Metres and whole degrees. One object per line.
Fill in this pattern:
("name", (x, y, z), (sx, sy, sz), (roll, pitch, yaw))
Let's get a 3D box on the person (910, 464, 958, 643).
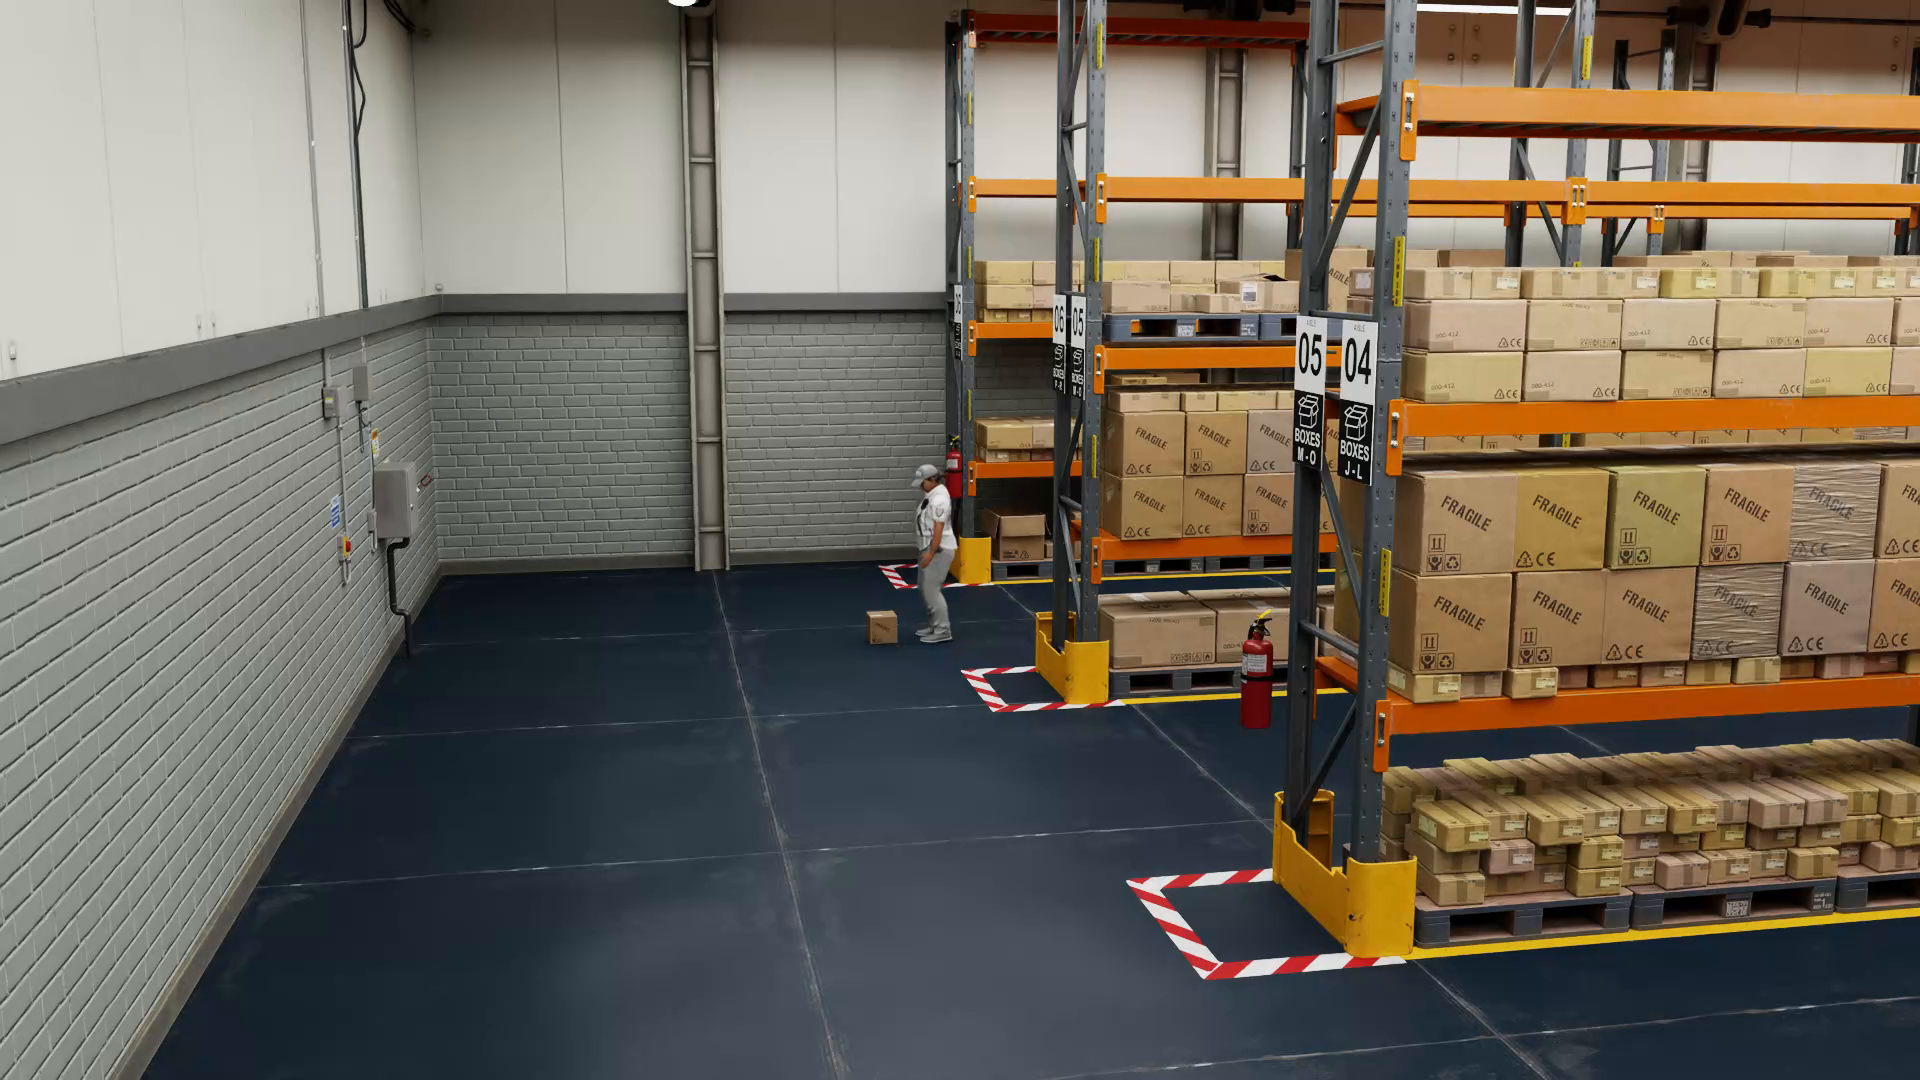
("person", (-0.243, 0.117, 15.304), (0.429, 1.643, 0.483), (-2, 10, -10))
